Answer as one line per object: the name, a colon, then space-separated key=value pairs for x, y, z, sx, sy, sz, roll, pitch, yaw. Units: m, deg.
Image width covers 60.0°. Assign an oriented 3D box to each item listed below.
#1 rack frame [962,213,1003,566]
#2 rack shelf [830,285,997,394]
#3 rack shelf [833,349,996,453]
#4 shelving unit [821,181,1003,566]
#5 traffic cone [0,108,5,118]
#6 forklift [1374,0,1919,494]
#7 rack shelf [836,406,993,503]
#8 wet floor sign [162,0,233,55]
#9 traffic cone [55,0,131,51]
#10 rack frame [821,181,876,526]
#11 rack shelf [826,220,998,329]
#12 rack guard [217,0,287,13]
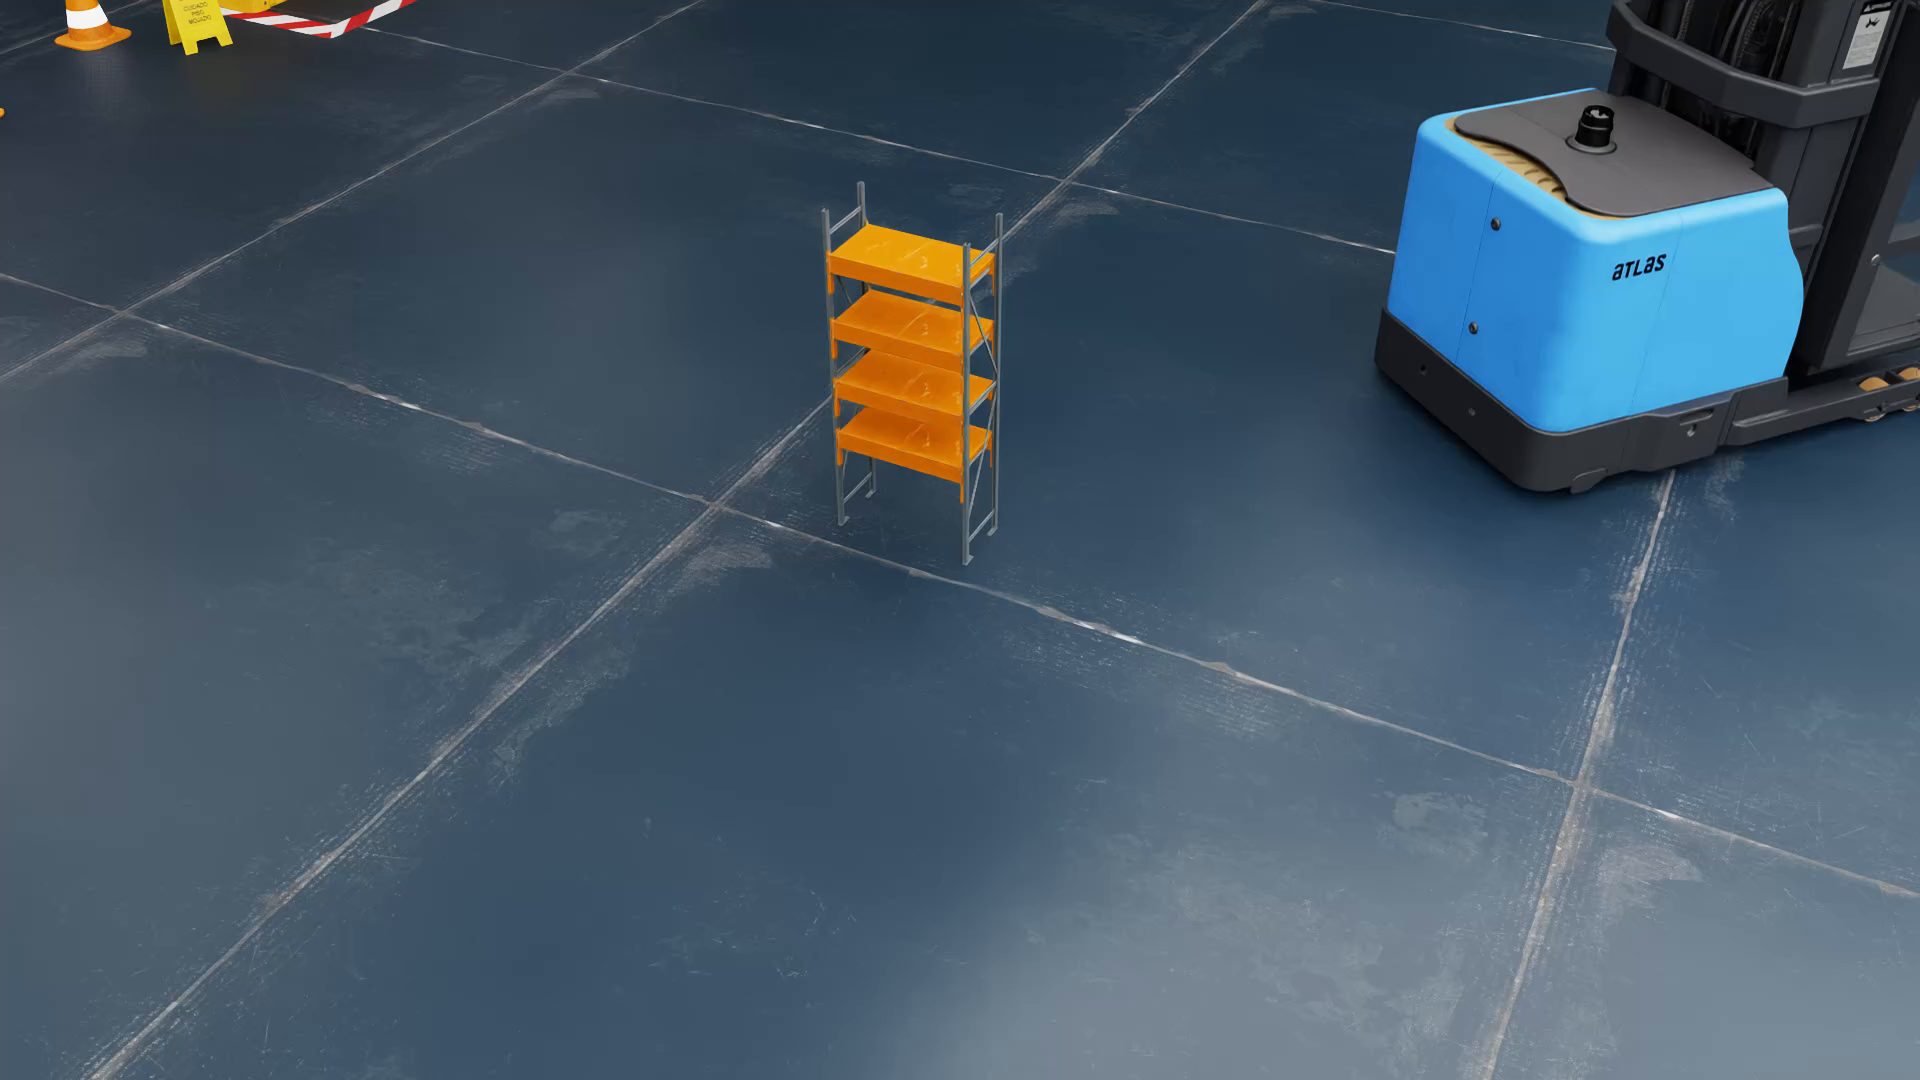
rack frame: x=0.070 y=-0.456 z=5.358 sx=0.015 sy=1.200 sz=0.240 roll=17 pitch=41 yaw=21
rack shelf: x=-0.147 y=-0.649 z=5.353 sx=0.480 sy=0.148 sz=0.258 roll=17 pitch=41 yaw=21
rack shelf: x=-0.147 y=-0.470 z=5.489 sx=0.480 sy=0.148 sz=0.258 roll=17 pitch=41 yaw=21
shelving unit: x=-0.147 y=-0.524 z=5.448 sx=0.503 sy=1.200 sz=0.258 roll=17 pitch=41 yaw=21
traffic cone: x=-5.179 y=-2.371 z=8.491 sx=0.334 sy=0.463 sz=0.336 roll=17 pitch=41 yaw=21
forklift: x=3.200 y=-1.900 z=5.829 sx=3.031 sy=2.935 sz=1.130 roll=-14 pitch=39 yaw=-18
rack shelf: x=-0.147 y=-0.312 z=5.609 sx=0.480 sy=0.148 sz=0.258 roll=17 pitch=41 yaw=21
wet floor sign: x=-4.318 y=-3.080 z=9.274 sx=0.267 sy=0.644 sz=0.232 roll=-29 pitch=46 yaw=-33
traffic cone: x=-4.970 y=-3.062 z=9.401 sx=0.334 sy=0.463 sz=0.336 roll=17 pitch=41 yaw=21
rack frame: x=-0.364 y=-0.592 z=5.537 sx=0.015 sy=1.200 sz=0.240 roll=17 pitch=41 yaw=21
rack shelf: x=-0.147 y=-0.837 z=5.210 sx=0.480 sy=0.148 sz=0.258 roll=17 pitch=41 yaw=21
rack guard: x=-4.062 y=-3.671 z=10.172 sx=0.348 sy=0.500 sz=1.175 roll=17 pitch=41 yaw=21
